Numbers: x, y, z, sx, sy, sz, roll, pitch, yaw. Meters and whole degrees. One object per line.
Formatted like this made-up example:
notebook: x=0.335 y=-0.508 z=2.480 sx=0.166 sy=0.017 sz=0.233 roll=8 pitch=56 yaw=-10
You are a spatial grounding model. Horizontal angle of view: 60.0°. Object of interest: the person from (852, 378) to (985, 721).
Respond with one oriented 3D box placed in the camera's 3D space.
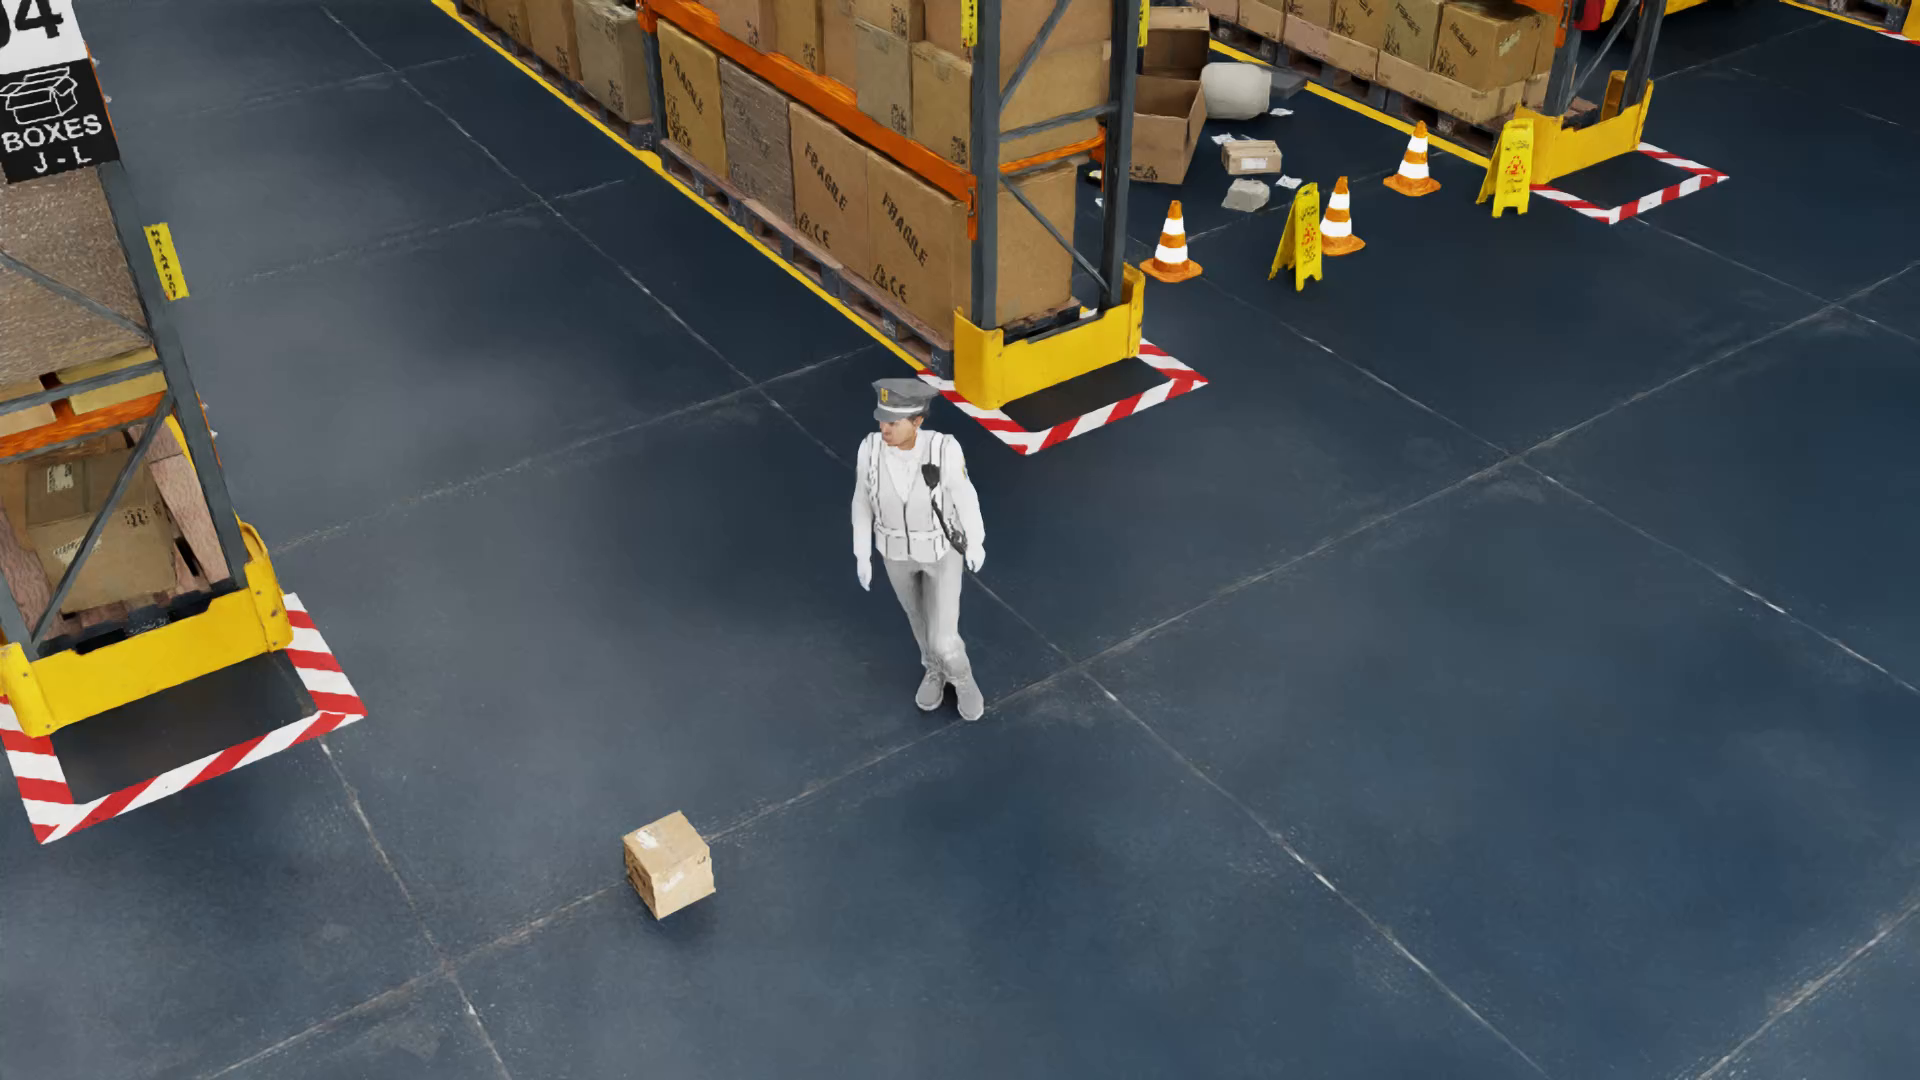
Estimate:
person: x=-0.162 y=0.046 z=6.894 sx=0.577 sy=1.670 sz=0.442 roll=10 pitch=38 yaw=13
